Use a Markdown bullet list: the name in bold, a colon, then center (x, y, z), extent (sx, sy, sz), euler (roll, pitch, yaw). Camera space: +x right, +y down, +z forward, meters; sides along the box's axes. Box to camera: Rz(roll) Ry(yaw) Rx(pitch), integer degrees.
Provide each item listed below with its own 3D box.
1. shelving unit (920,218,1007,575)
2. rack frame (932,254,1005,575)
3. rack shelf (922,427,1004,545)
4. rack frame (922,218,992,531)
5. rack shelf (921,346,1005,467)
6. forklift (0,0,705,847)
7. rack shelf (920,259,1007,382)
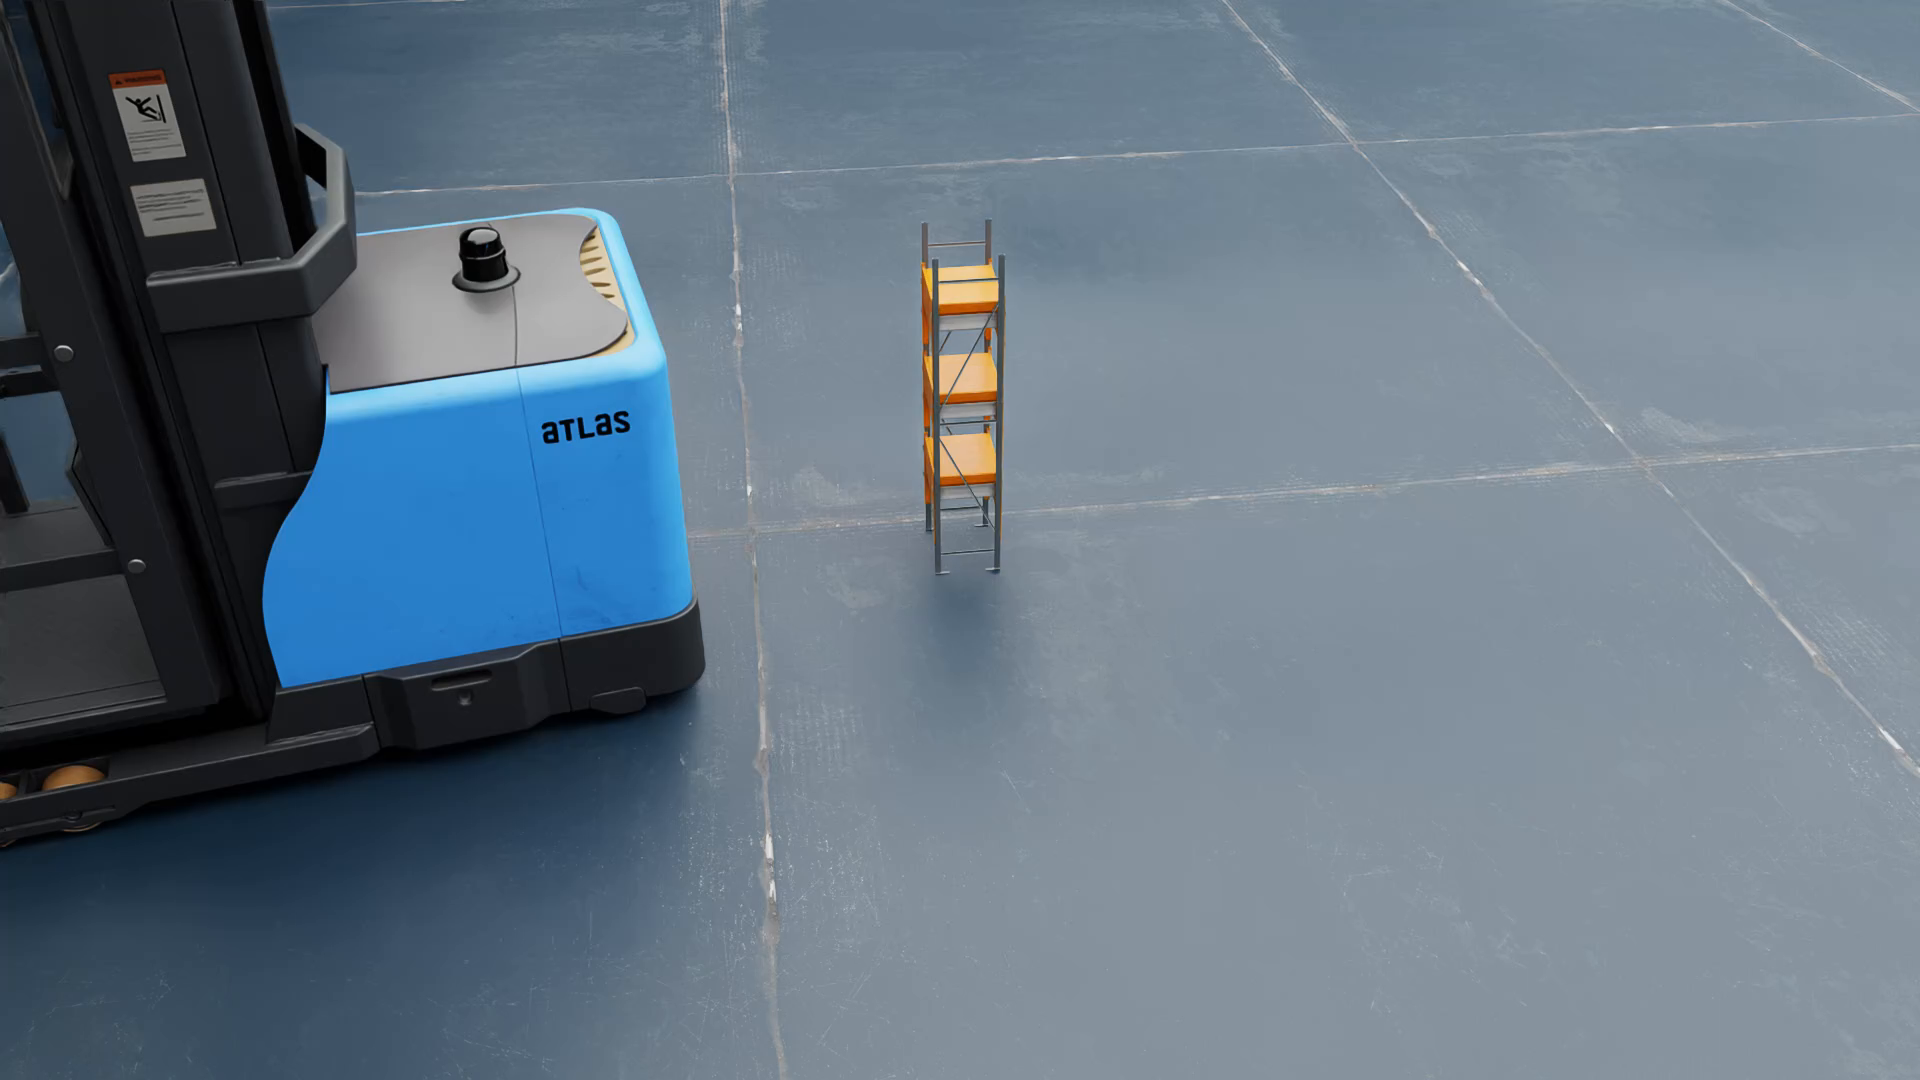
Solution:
- **shelving unit**: center (0.007, -0.404, 4.911), extent (0.215, 1.050, 0.252), euler (-4, 35, -6)
- **rack frame**: center (0.024, -0.336, 4.811), extent (0.200, 1.050, 0.008), euler (-4, 35, -6)
- **rack shelf**: center (0.007, -0.166, 5.073), extent (0.215, 0.259, 0.240), euler (-4, 35, -6)
- **rack frame**: center (-0.009, -0.472, 5.010), extent (0.200, 1.050, 0.008), euler (-4, 35, -6)
- **rack shelf**: center (0.007, -0.395, 4.916), extent (0.215, 0.259, 0.240), euler (-4, 35, -6)
- **forklift**: center (-2.280, -0.780, 3.791), extent (3.031, 2.935, 1.130), euler (-10, 36, -15)
- **rack shelf**: center (0.007, -0.630, 4.757), extent (0.215, 0.259, 0.240), euler (-4, 35, -6)
